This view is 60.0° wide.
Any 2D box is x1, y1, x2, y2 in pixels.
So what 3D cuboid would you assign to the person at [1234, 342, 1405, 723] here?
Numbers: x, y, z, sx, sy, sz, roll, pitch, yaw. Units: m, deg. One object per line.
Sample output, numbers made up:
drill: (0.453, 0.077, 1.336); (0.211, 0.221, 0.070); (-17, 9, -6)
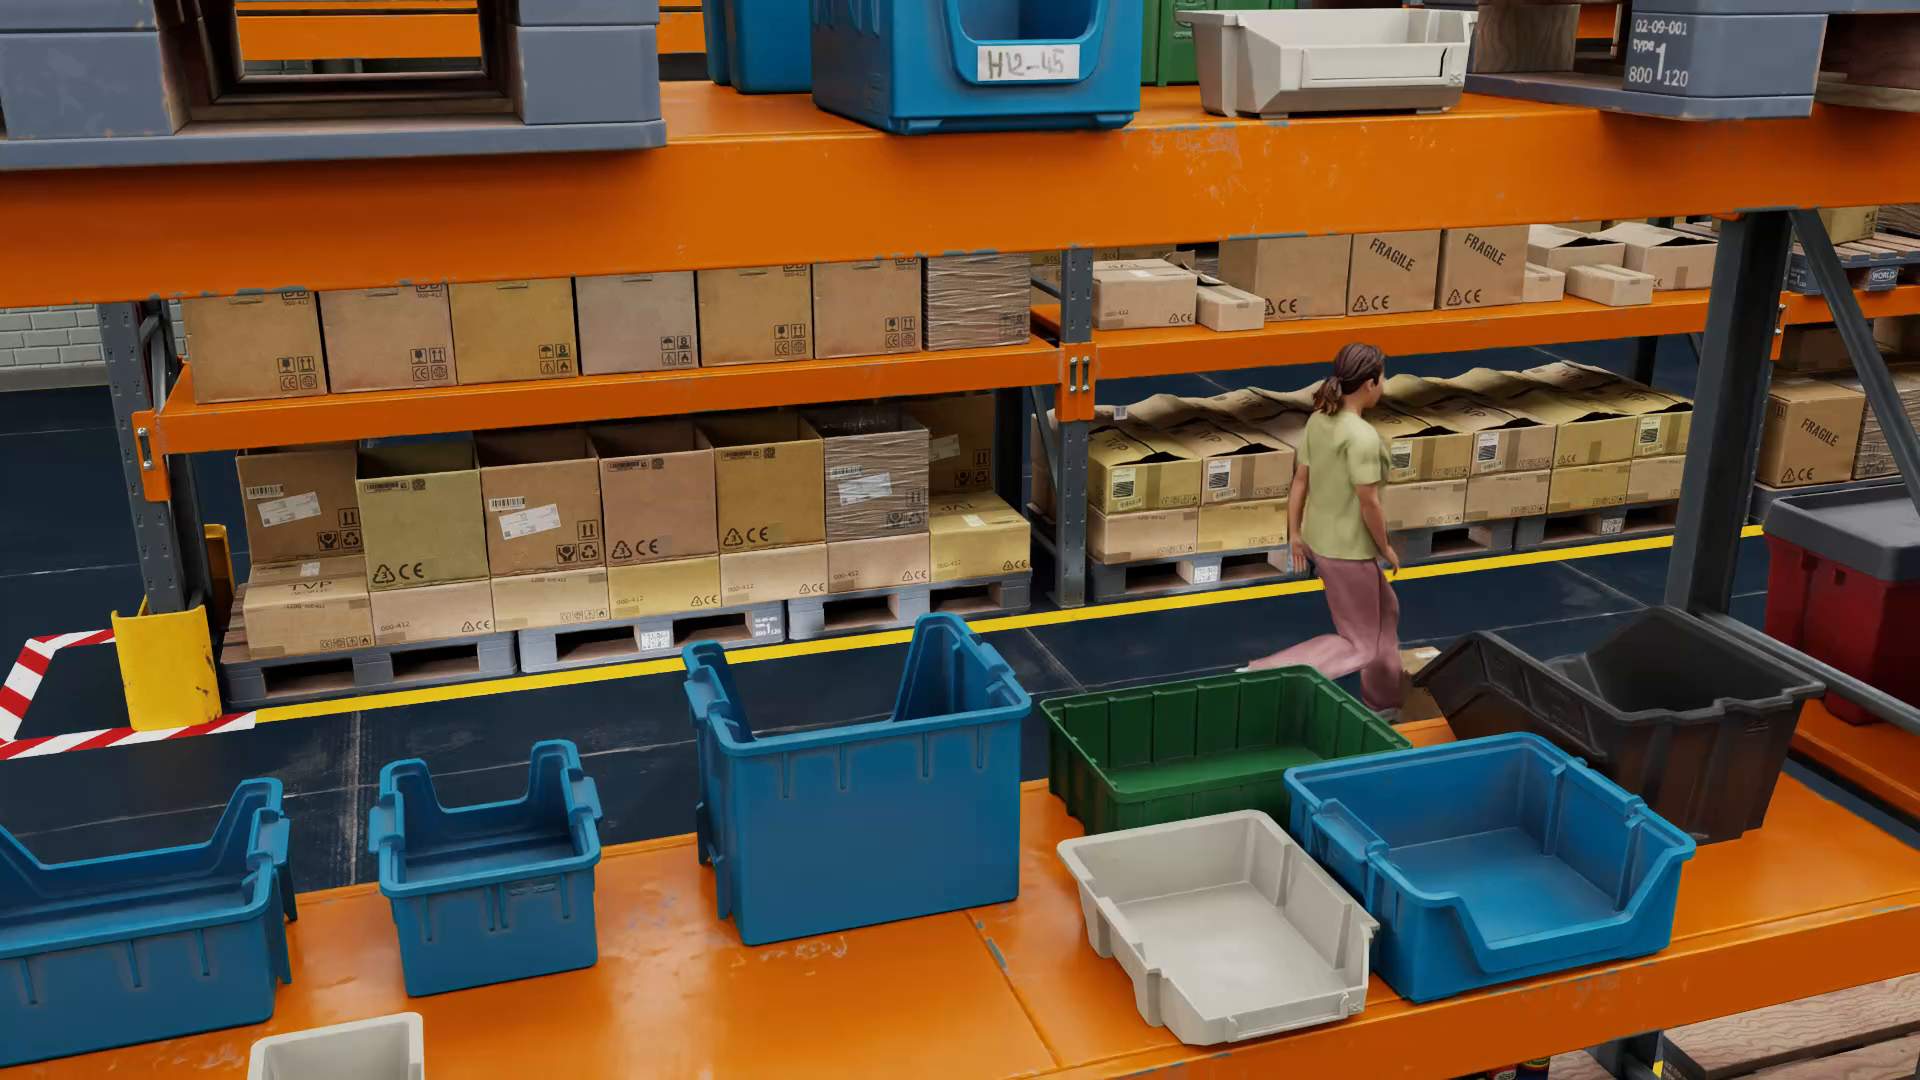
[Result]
person: (1.536, 0.020, 6.579); (0.913, 1.616, 0.444); (-3, 20, -10)
